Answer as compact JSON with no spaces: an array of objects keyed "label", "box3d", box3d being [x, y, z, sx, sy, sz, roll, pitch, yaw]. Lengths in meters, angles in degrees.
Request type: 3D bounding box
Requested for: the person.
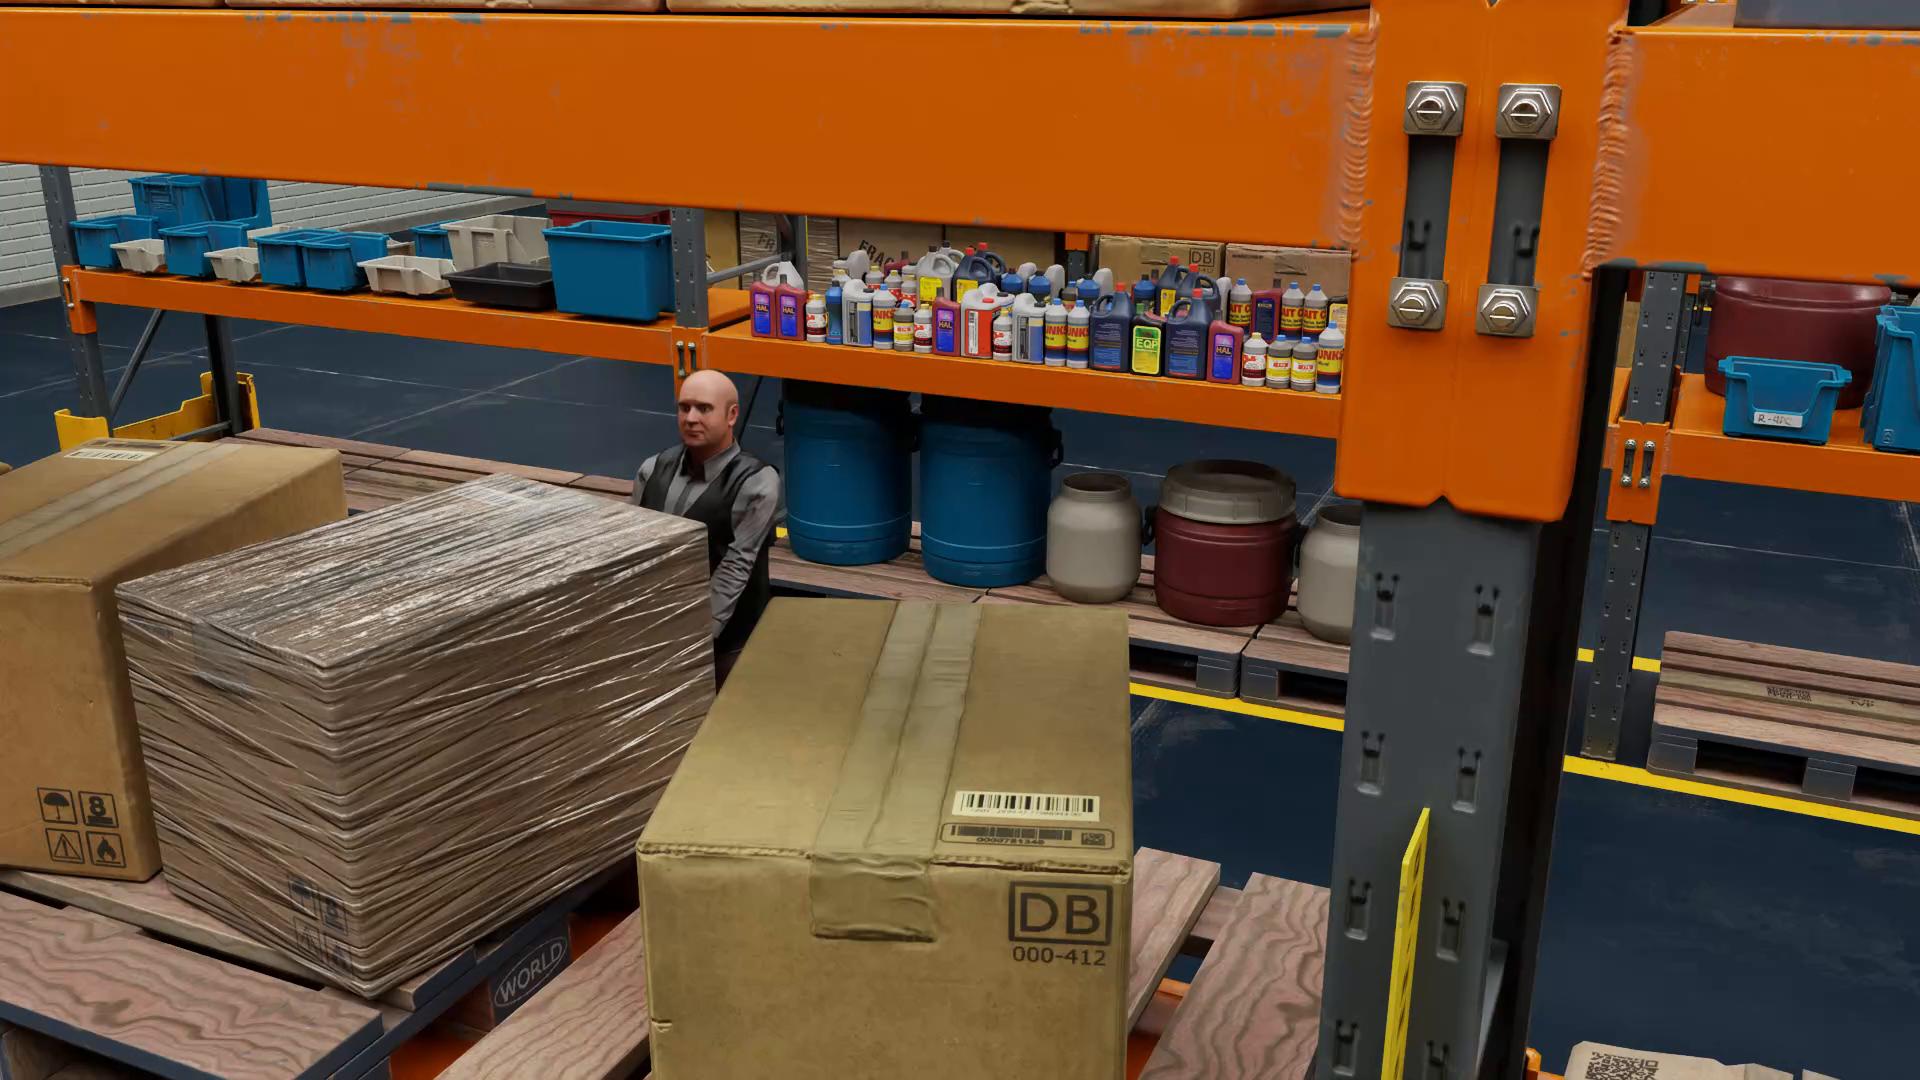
[{"label":"person","box3d":[-0.817,0.349,5.095,0.494,1.715,0.545,9,21,24]}]
